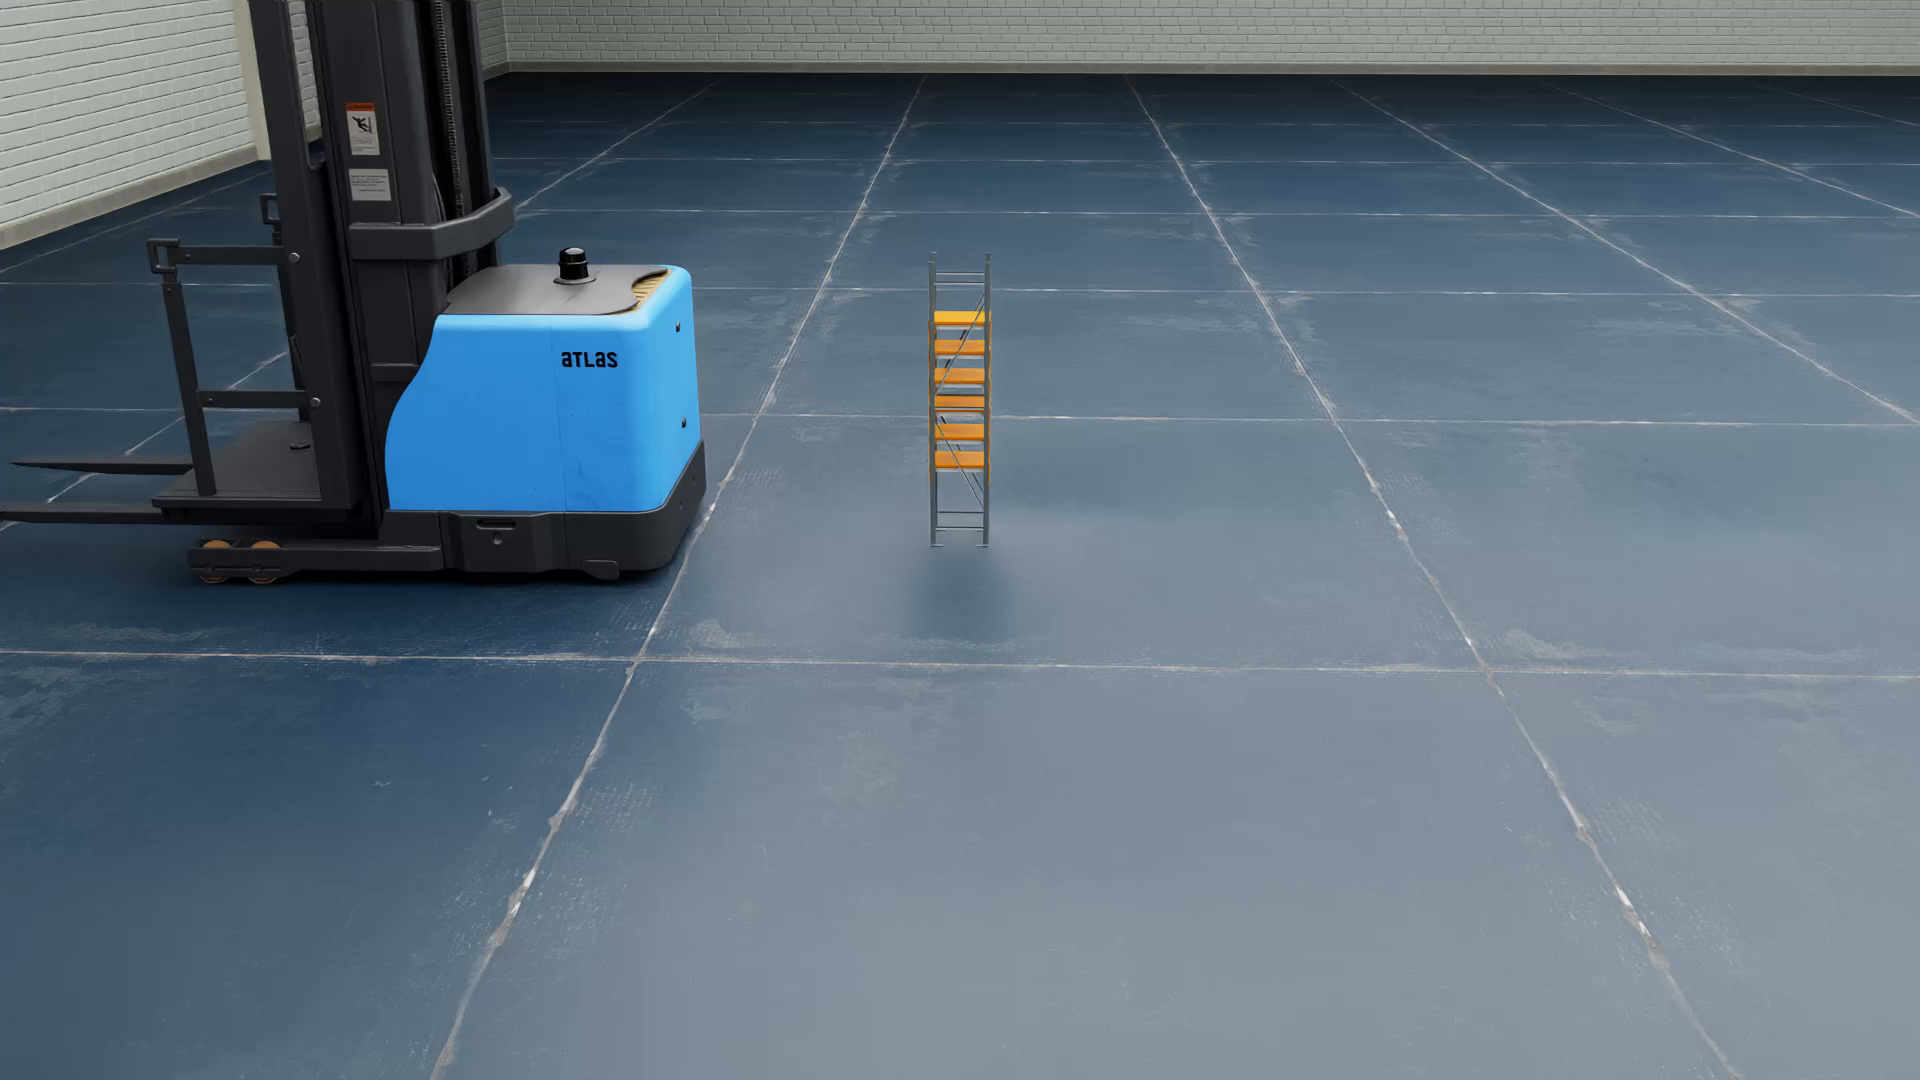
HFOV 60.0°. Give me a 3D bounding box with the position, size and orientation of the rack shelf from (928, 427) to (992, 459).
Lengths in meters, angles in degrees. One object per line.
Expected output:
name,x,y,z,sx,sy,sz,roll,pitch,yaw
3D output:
rack shelf,0.000,-0.411,6.885,0.258,0.103,0.180,1,21,2

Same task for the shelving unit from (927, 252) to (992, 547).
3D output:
shelving unit,0.000,-0.565,6.825,0.258,1.200,0.189,1,21,2

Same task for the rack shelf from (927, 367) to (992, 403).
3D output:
rack shelf,0.000,-0.635,6.798,0.258,0.103,0.180,1,21,2

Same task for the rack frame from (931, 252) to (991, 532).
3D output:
rack frame,0.003,-0.598,6.911,0.240,1.200,0.006,1,21,2

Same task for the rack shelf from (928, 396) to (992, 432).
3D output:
rack shelf,0.000,-0.523,6.841,0.258,0.103,0.180,1,21,2

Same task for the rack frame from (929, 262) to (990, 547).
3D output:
rack frame,-0.002,-0.532,6.740,0.240,1.200,0.006,1,21,2

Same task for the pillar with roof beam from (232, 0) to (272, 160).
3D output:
pillar with roof beam,-2.792,-8.128,15.536,9.100,9.000,0.400,1,21,2

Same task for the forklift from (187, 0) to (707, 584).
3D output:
forklift,-2.655,-1.383,6.542,3.031,2.935,1.130,1,21,2

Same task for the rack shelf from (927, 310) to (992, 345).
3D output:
rack shelf,0.000,-0.859,6.711,0.258,0.103,0.180,1,21,2

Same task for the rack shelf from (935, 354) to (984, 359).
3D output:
rack shelf,0.000,-0.765,6.747,0.199,0.020,0.166,1,21,2
